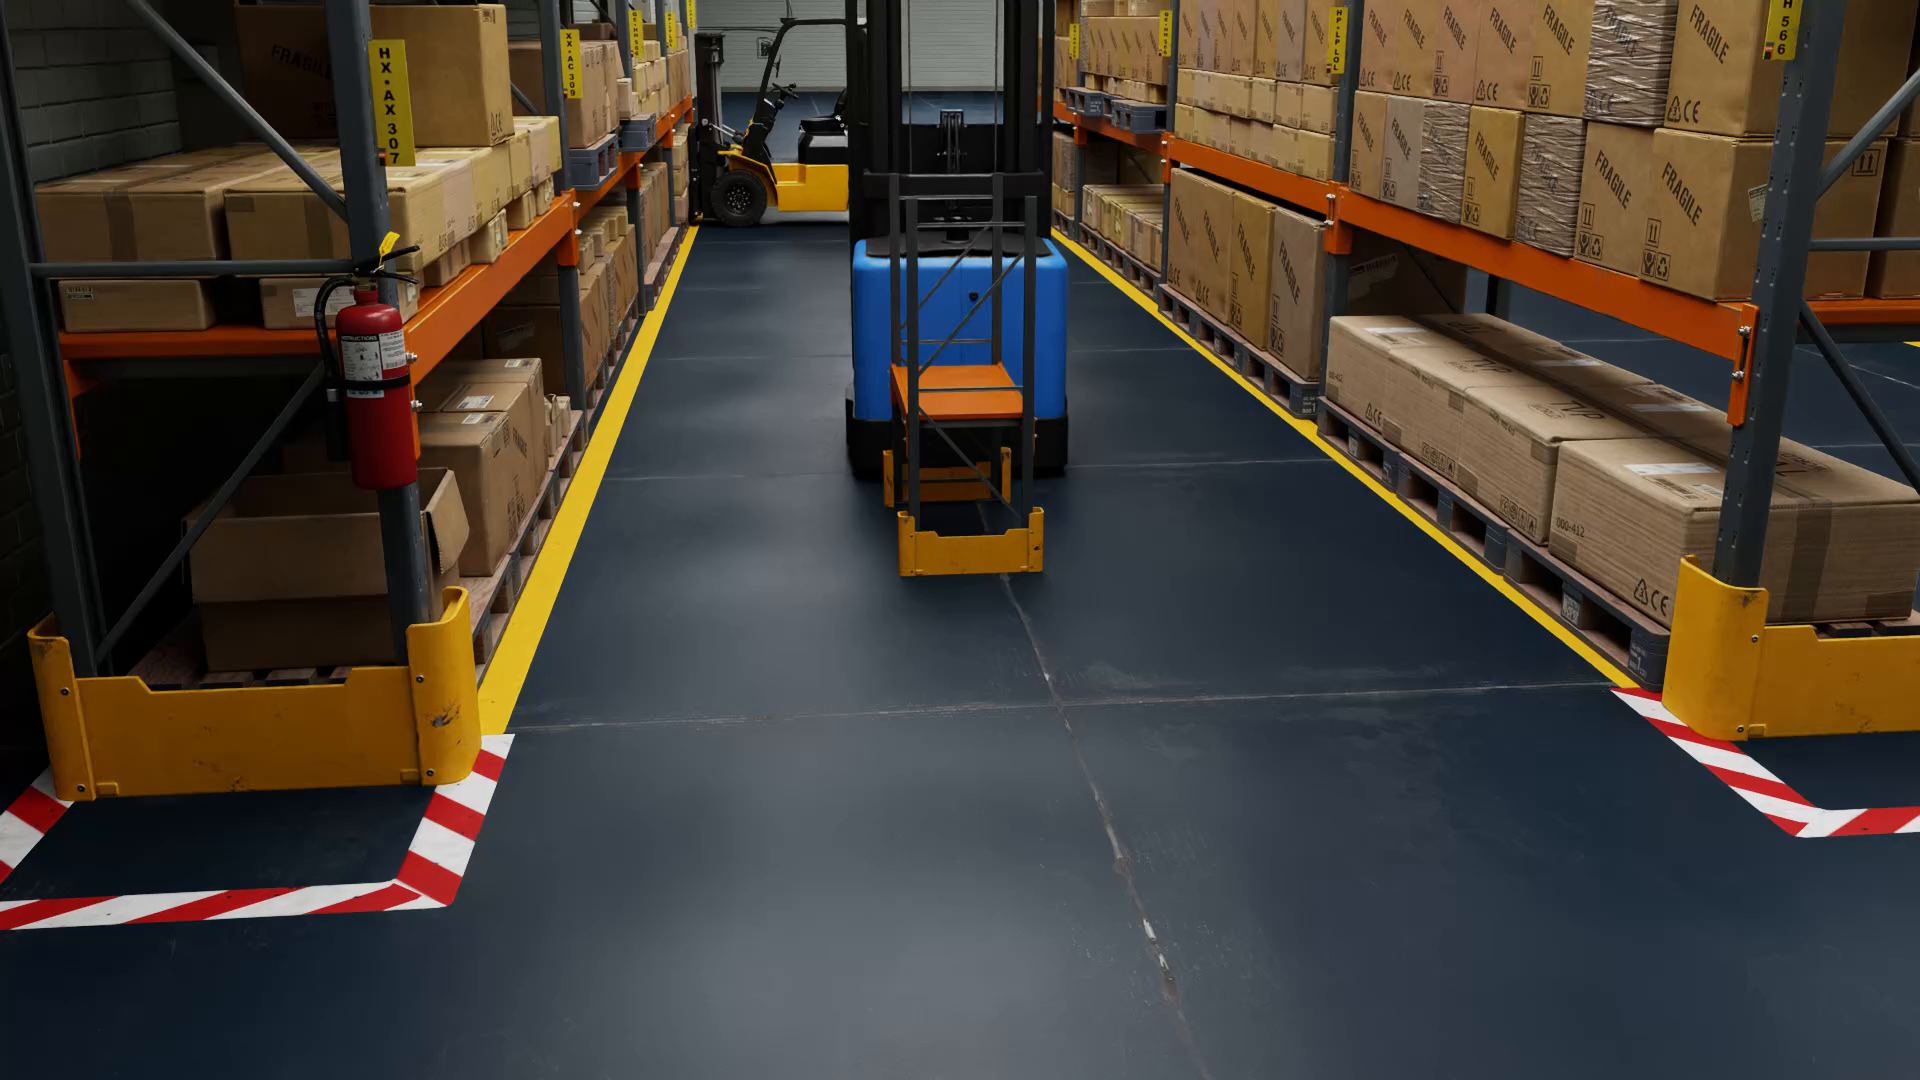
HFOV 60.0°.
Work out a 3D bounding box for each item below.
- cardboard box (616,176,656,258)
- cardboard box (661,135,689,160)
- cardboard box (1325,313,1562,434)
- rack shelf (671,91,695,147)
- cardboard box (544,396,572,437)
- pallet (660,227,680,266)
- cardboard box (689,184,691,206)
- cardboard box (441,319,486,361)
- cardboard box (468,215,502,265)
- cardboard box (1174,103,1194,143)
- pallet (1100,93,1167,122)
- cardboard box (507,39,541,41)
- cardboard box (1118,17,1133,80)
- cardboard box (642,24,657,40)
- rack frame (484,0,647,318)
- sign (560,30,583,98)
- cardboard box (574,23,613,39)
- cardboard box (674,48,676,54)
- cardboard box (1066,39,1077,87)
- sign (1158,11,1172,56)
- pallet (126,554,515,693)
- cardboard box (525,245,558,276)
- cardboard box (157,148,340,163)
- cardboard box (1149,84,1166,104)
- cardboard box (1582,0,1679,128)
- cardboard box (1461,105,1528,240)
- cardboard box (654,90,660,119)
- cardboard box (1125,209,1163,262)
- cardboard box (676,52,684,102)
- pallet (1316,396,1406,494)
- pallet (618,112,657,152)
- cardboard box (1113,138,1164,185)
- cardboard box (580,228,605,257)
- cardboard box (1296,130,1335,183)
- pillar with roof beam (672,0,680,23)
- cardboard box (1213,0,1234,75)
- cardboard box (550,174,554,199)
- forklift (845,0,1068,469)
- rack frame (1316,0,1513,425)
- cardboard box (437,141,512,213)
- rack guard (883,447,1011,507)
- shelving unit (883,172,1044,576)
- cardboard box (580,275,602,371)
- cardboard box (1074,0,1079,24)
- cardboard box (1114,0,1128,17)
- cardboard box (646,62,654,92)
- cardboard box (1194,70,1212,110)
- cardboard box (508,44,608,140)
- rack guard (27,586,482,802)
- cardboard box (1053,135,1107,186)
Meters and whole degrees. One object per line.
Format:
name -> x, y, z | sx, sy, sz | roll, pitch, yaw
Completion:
cardboard box -> -3.067, -2.756, 14.211 | 0.875, 0.625, 0.625 | -3, 18, -8
cardboard box -> -3.127, -4.119, 17.509 | 0.500, 0.250, 0.500 | -1, 17, -4
cardboard box -> 2.436, -0.858, 8.478 | 0.875, 0.438, 0.875 | -2, 18, -6
rack shelf -> -3.490, -4.552, 17.869 | 1.077, 0.370, 4.000 | -2, 18, -6
cardboard box -> -2.109, -0.599, 8.135 | 0.380, 0.149, 0.250 | -2, 18, -7
pallet -> -3.169, -2.750, 15.585 | 1.003, 0.211, 1.213 | -2, 18, -6
cardboard box -> -3.173, -3.797, 18.154 | 0.500, 0.250, 0.500 | -1, 17, -4
cardboard box -> -2.803, -1.061, 9.019 | 0.500, 0.500, 0.500 | -2, 18, -6
cardboard box -> -1.890, -1.096, 6.079 | 0.380, 0.149, 0.250 | -2, 18, -7
cardboard box -> 1.866, -3.037, 12.092 | 0.500, 0.250, 0.500 | -2, 18, -7
pallet -> 1.821, -3.759, 14.462 | 1.003, 0.211, 1.213 | -2, 18, -6
cardboard box -> -2.974, -3.197, 11.485 | 0.500, 0.500, 0.500 | -1, 17, -3
cardboard box -> 1.625, -4.083, 13.809 | 0.500, 0.500, 0.500 | -3, 18, -9
cardboard box -> -3.021, -4.902, 16.038 | 0.380, 0.149, 0.250 | -1, 17, -5
rack frame -> -2.871, -3.107, 12.067 | 1.000, 3.000, 0.127 | -2, 18, -6
sign -> -1.920, -2.348, 8.202 | 0.100, 0.325, 0.005 | -2, 18, -6
cardboard box -> -3.642, -5.039, 16.472 | 0.380, 0.149, 0.250 | -2, 18, -6
cardboard box -> -3.115, -5.067, 17.060 | 0.380, 0.149, 0.250 | -2, 18, -6
cardboard box -> 1.360, -4.768, 16.693 | 0.500, 0.500, 0.500 | -2, 18, -7
sign -> 1.527, -3.757, 12.335 | 0.100, 0.325, 0.005 | -2, 18, -6
pallet -> -2.137, 0.347, 5.721 | 1.003, 0.211, 1.213 | -2, 18, -6
cardboard box -> -2.291, -1.488, 8.802 | 0.380, 0.149, 0.250 | -2, 18, -7
cardboard box -> -2.456, -1.224, 5.823 | 0.500, 0.250, 0.500 | -1, 17, -4
cardboard box -> 1.698, -3.510, 13.069 | 0.380, 0.149, 0.250 | -2, 17, -5
cardboard box -> 2.521, -1.694, 5.730 | 0.500, 0.500, 0.500 | -2, 18, -5
cardboard box -> 2.412, -1.518, 6.838 | 0.500, 0.500, 0.500 | -1, 17, -4
cardboard box -> -2.893, -3.787, 14.482 | 0.500, 0.250, 0.500 | -2, 18, -5
cardboard box -> 1.933, -2.597, 14.126 | 0.950, 0.372, 0.625 | -2, 18, -7
cardboard box -> -3.224, -4.943, 17.747 | 0.500, 0.500, 0.500 | -2, 18, -5
pallet -> 2.479, -0.511, 8.451 | 1.003, 0.211, 1.213 | -2, 18, -6
pallet -> -2.731, -2.816, 11.459 | 1.213, 0.211, 1.003 | -2, 18, -6
cardboard box -> 1.861, -3.884, 17.178 | 0.500, 0.500, 0.500 | -1, 17, -3
cardboard box -> -2.459, -1.889, 10.577 | 0.380, 0.149, 0.250 | -3, 18, -8
cardboard box -> 2.181, -2.124, 9.186 | 0.500, 0.250, 0.500 | -2, 18, -7
pillar with roof beam -> -2.714, -15.401, 41.211 | 9.100, 9.000, 0.400 | -2, 18, -6
cardboard box -> 1.972, -3.330, 10.940 | 0.500, 0.500, 0.500 | -1, 17, -4
cardboard box -> -2.174, -1.709, 8.031 | 0.380, 0.149, 0.250 | -2, 17, -5
forklift -> -0.064, -2.130, 9.068 | 1.130, 2.935, 3.031 | -1, 17, -3
rack frame -> 2.478, -2.070, 8.763 | 1.000, 3.000, 0.127 | -2, 18, -6
cardboard box -> -2.007, -1.391, 6.352 | 0.500, 0.250, 0.500 | -2, 18, -7
rack guard -> -0.059, -0.290, 7.685 | 0.587, 0.250, 0.087 | -2, 18, -6
shelving unit -> -0.008, -0.738, 7.025 | 0.587, 1.500, 1.083 | -2, 18, -6
cardboard box -> -2.349, -1.233, 9.568 | 0.500, 0.500, 0.500 | -2, 18, -6
cardboard box -> 1.623, -5.714, 18.036 | 0.700, 0.500, 0.500 | -2, 18, -6
cardboard box -> 1.564, -4.682, 14.634 | 0.380, 0.149, 0.250 | -1, 17, -3
cardboard box -> -2.838, -3.871, 13.916 | 0.500, 0.250, 0.500 | -2, 17, -5
cardboard box -> 1.925, -3.116, 11.511 | 0.500, 0.250, 0.500 | -1, 17, -4
cardboard box -> -2.339, -2.469, 9.166 | 0.700, 0.500, 0.500 | -2, 17, -5
rack guard -> -2.054, 0.446, 4.922 | 1.175, 0.500, 0.348 | -2, 18, -6
cardboard box -> 1.271, -4.019, 17.609 | 0.500, 0.500, 0.500 | -1, 17, -5
